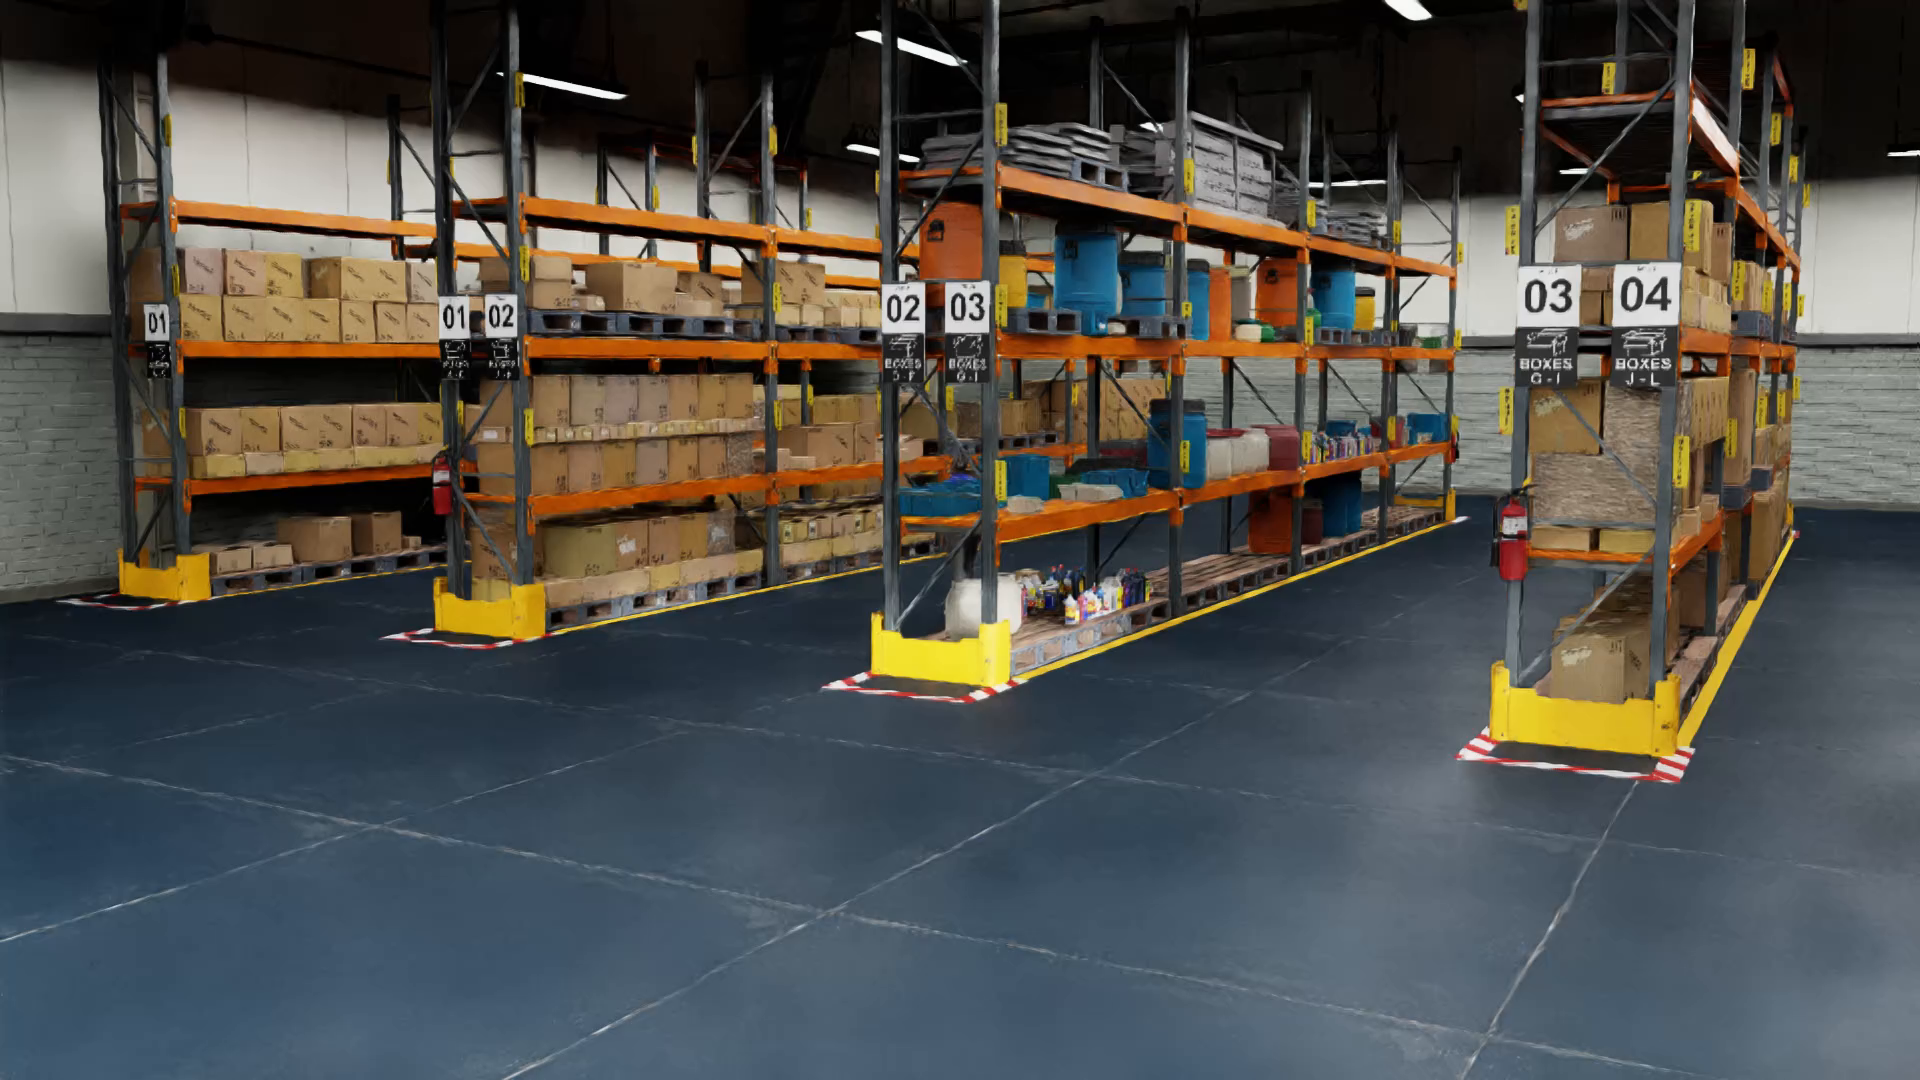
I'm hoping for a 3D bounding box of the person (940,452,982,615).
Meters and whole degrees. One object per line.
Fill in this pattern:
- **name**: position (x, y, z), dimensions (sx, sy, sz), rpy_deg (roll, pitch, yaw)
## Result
- **person**: position (0.012, -0.077, 17.060), dimensions (0.565, 1.654, 0.574), rpy_deg (-4, 7, -34)
